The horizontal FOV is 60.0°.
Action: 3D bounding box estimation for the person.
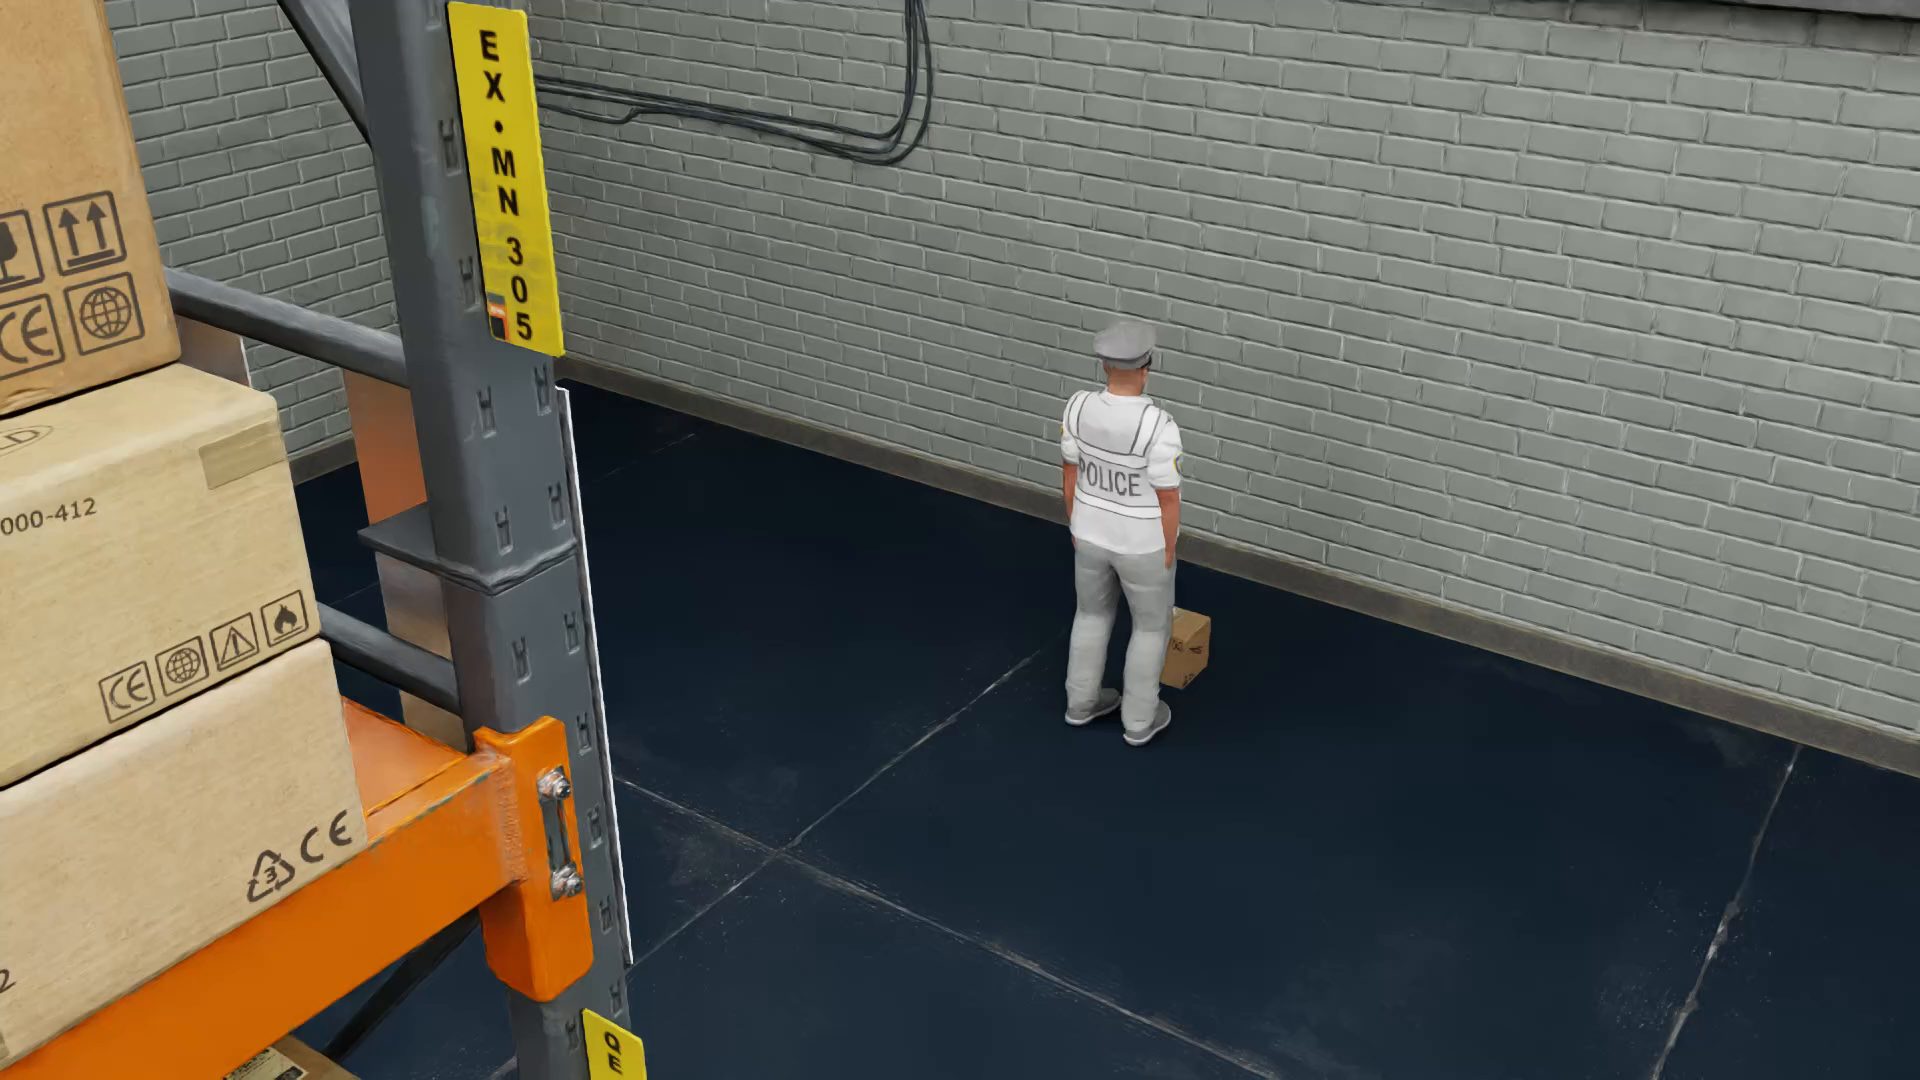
[{"bbox_3d":[0.652,-0.024,6.655,0.526,1.762,0.393,18,32,31],"label":"person"}]
